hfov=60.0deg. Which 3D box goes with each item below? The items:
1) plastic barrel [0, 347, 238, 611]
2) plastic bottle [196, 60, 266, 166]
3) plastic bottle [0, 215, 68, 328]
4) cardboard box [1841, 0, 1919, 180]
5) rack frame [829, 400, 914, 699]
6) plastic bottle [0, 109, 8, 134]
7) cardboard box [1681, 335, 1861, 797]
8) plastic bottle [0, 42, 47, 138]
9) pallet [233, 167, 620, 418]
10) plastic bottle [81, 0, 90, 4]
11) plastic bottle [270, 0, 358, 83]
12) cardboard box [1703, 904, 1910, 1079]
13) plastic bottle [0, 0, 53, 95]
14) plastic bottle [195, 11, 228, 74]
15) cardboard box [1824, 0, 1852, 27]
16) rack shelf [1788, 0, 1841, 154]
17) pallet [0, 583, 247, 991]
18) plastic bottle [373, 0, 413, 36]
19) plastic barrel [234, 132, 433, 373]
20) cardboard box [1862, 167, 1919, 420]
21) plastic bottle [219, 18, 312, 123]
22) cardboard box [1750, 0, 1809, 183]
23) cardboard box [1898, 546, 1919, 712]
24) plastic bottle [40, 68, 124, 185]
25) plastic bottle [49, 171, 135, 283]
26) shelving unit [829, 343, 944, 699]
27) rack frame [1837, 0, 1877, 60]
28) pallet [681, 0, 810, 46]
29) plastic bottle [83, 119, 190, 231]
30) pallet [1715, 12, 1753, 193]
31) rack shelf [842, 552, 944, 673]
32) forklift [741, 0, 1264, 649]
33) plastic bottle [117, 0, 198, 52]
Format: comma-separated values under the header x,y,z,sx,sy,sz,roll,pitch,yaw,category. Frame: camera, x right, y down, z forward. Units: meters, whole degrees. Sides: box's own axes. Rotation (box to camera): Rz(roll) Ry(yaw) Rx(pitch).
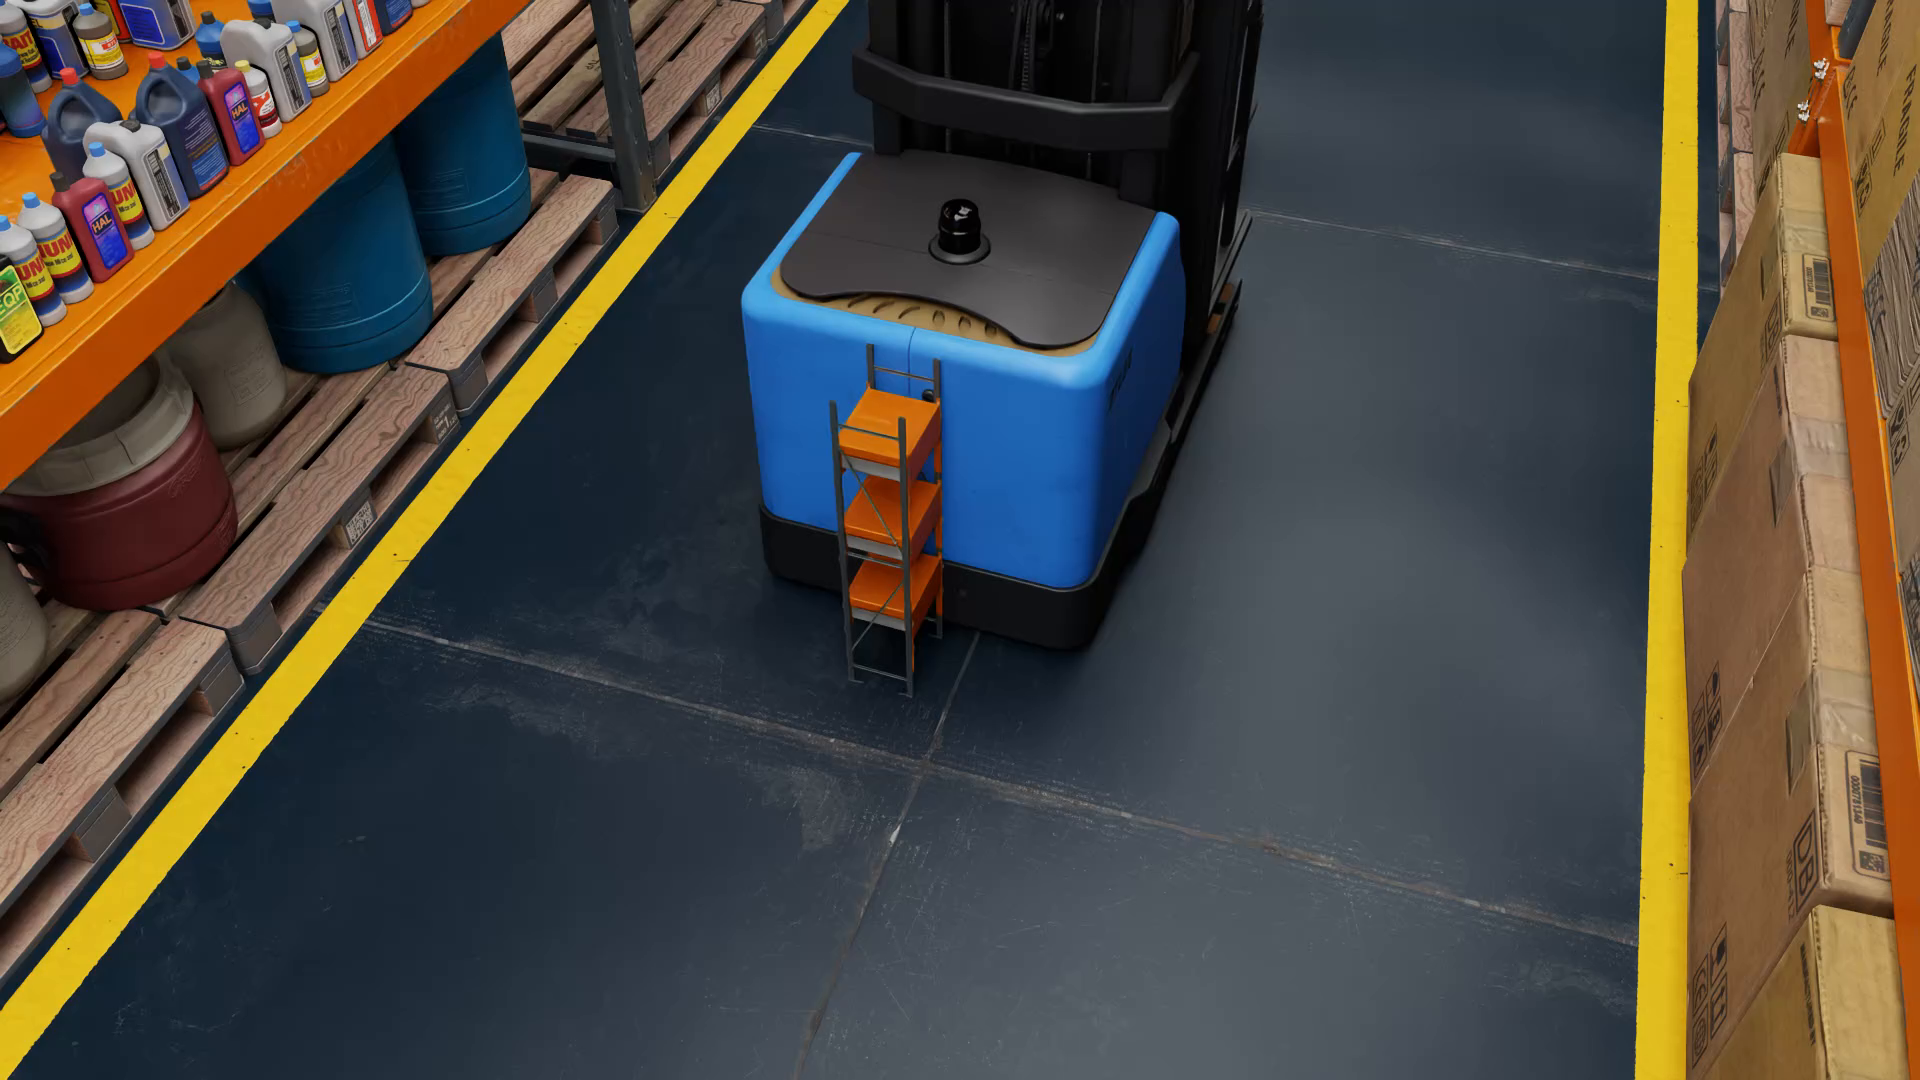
x,y,z,sx,sy,sz,roll,pitch,yaw,category
-2.439,-0.200,4.734,0.600,0.588,0.708,13,46,13,plastic barrel
-1.914,-1.135,4.349,0.061,0.283,0.133,13,46,13,plastic bottle
-2.162,-0.626,3.837,0.097,0.271,0.097,0,44,0,plastic bottle
2.641,-1.229,4.289,0.500,0.500,0.500,13,46,13,cardboard box
-0.228,0.056,4.442,0.200,1.050,0.008,14,46,14,rack frame
-2.666,-1.243,4.411,0.144,0.351,0.185,13,46,13,plastic bottle
2.574,0.189,4.131,1.225,0.875,0.875,11,45,11,cardboard box
-2.538,-1.218,4.442,0.097,0.271,0.097,0,44,0,plastic bottle
-1.975,-0.994,6.114,1.003,0.211,1.213,13,46,13,pallet
-2.546,-1.508,4.789,0.097,0.201,0.097,0,44,0,plastic bottle
-1.817,-1.451,4.677,0.152,0.276,0.135,13,46,13,plastic bottle
2.036,1.373,2.921,1.225,0.875,0.875,11,45,11,cardboard box
-2.617,-1.379,4.606,0.097,0.271,0.097,0,44,0,plastic bottle
-2.012,-1.309,4.535,0.097,0.271,0.097,0,44,0,plastic bottle
2.799,-1.629,4.950,0.380,0.149,0.250,13,46,13,cardboard box
3.625,-2.523,6.198,1.077,0.370,4.000,13,46,13,rack shelf
-2.714,0.633,4.452,1.003,0.211,1.213,13,46,13,pallet
-1.724,-1.673,4.850,0.144,0.351,0.185,13,46,13,plastic bottle
-2.097,-1.065,5.394,0.600,0.901,0.708,13,46,13,plastic barrel
2.338,-0.560,3.606,0.500,0.500,0.500,12,46,12,cardboard box
-1.887,-1.296,4.519,0.152,0.276,0.135,13,46,13,plastic bottle
3.568,-1.860,6.225,0.875,0.875,0.875,13,46,13,cardboard box
2.032,0.125,2.907,0.500,0.500,0.500,11,45,11,cardboard box
-2.187,-1.004,4.167,0.144,0.351,0.185,13,46,13,plastic bottle
-2.080,-0.768,3.974,0.061,0.283,0.133,13,46,13,plastic bottle
-0.187,-0.025,4.524,0.215,1.050,0.252,14,46,14,shelving unit
3.019,-1.447,4.584,1.000,3.000,0.127,13,46,13,rack frame
-1.148,-2.813,7.974,1.003,0.211,1.213,13,46,13,pallet
-2.054,-0.930,4.144,0.152,0.276,0.135,13,46,13,plastic bottle
3.691,-1.756,6.894,1.003,0.211,1.213,13,46,12,pallet
-0.187,0.182,4.726,0.215,0.259,0.240,14,46,14,rack shelf
0.377,-1.780,4.973,1.130,2.935,3.031,14,46,14,forklift
-2.340,-1.574,4.803,0.152,0.276,0.135,13,46,13,plastic bottle
